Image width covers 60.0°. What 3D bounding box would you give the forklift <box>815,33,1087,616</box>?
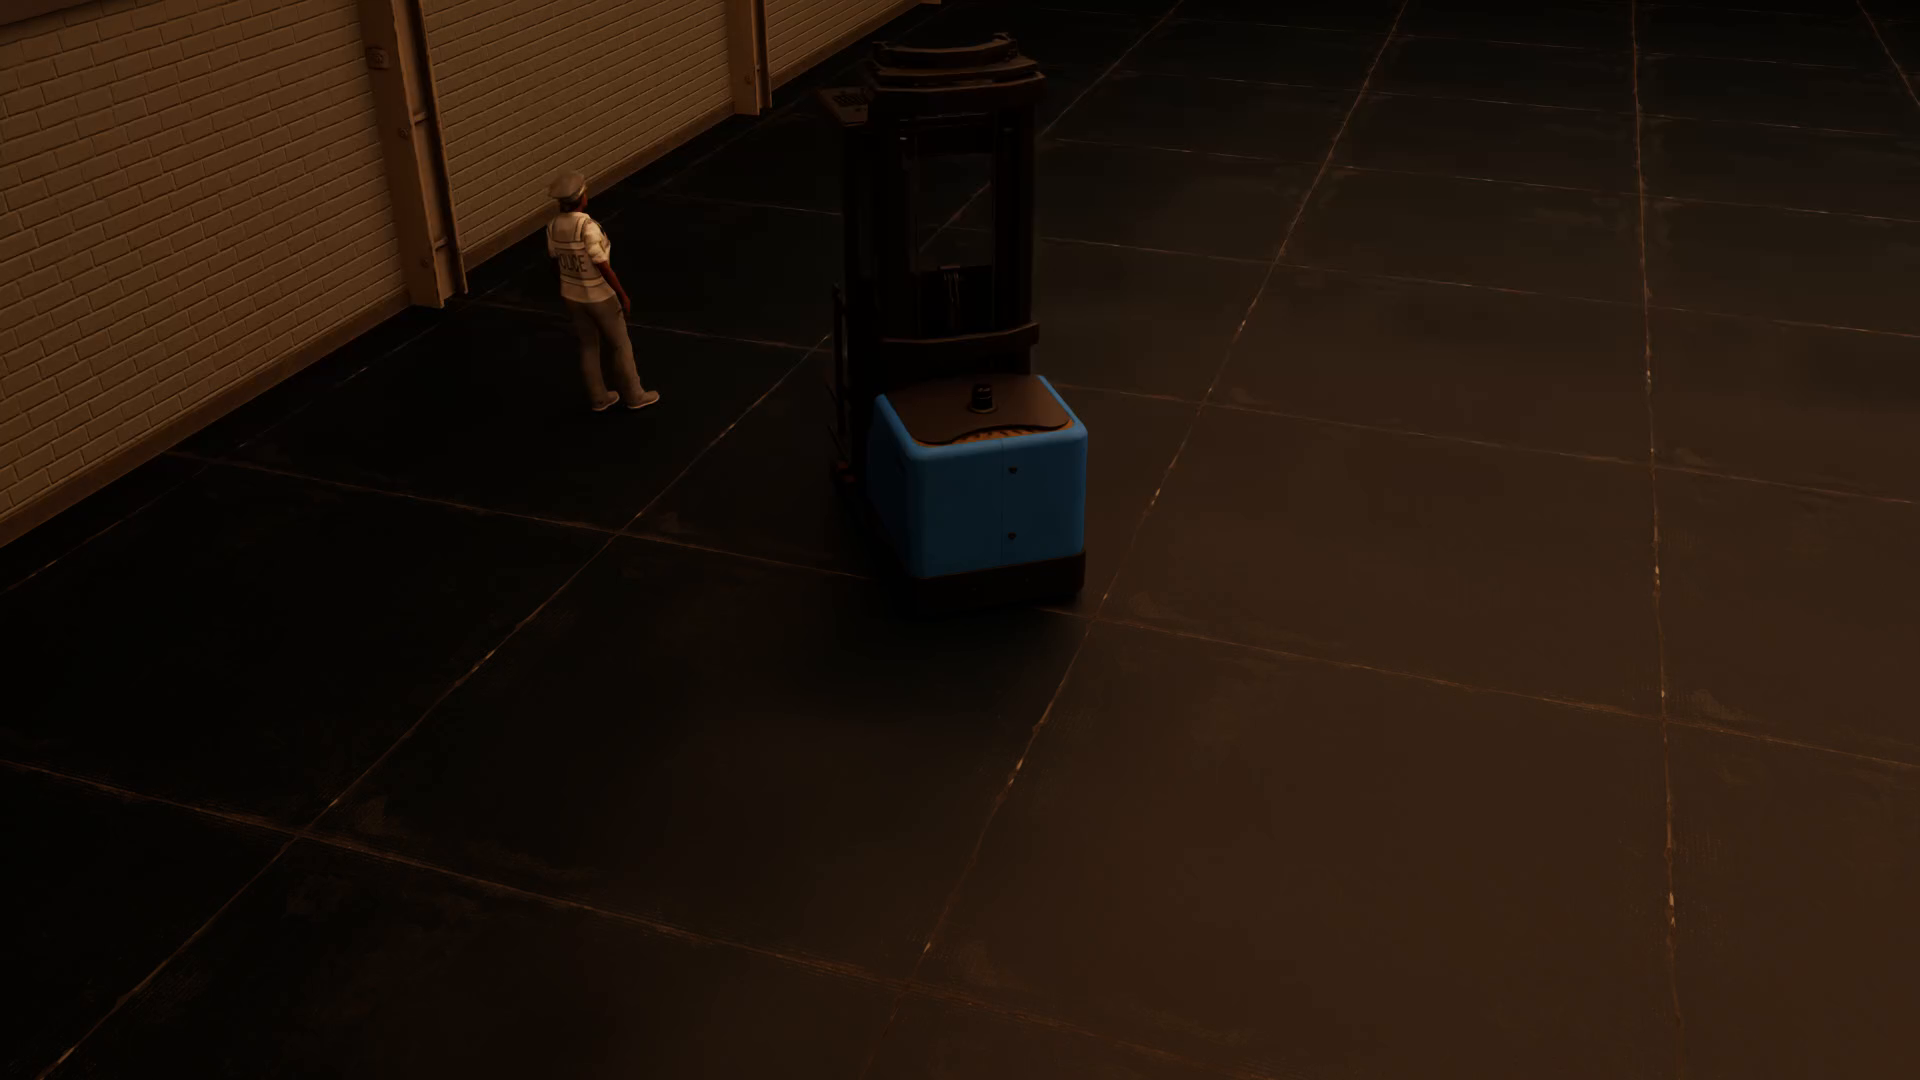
[{"bbox_3d":[-0.199,-1.571,9.893,1.130,2.935,3.031,-8,31,-14],"label":"forklift"}]

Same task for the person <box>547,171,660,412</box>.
[{"bbox_3d":[-2.471,-1.689,11.344,0.564,1.697,0.525,14,33,23],"label":"person"}]
